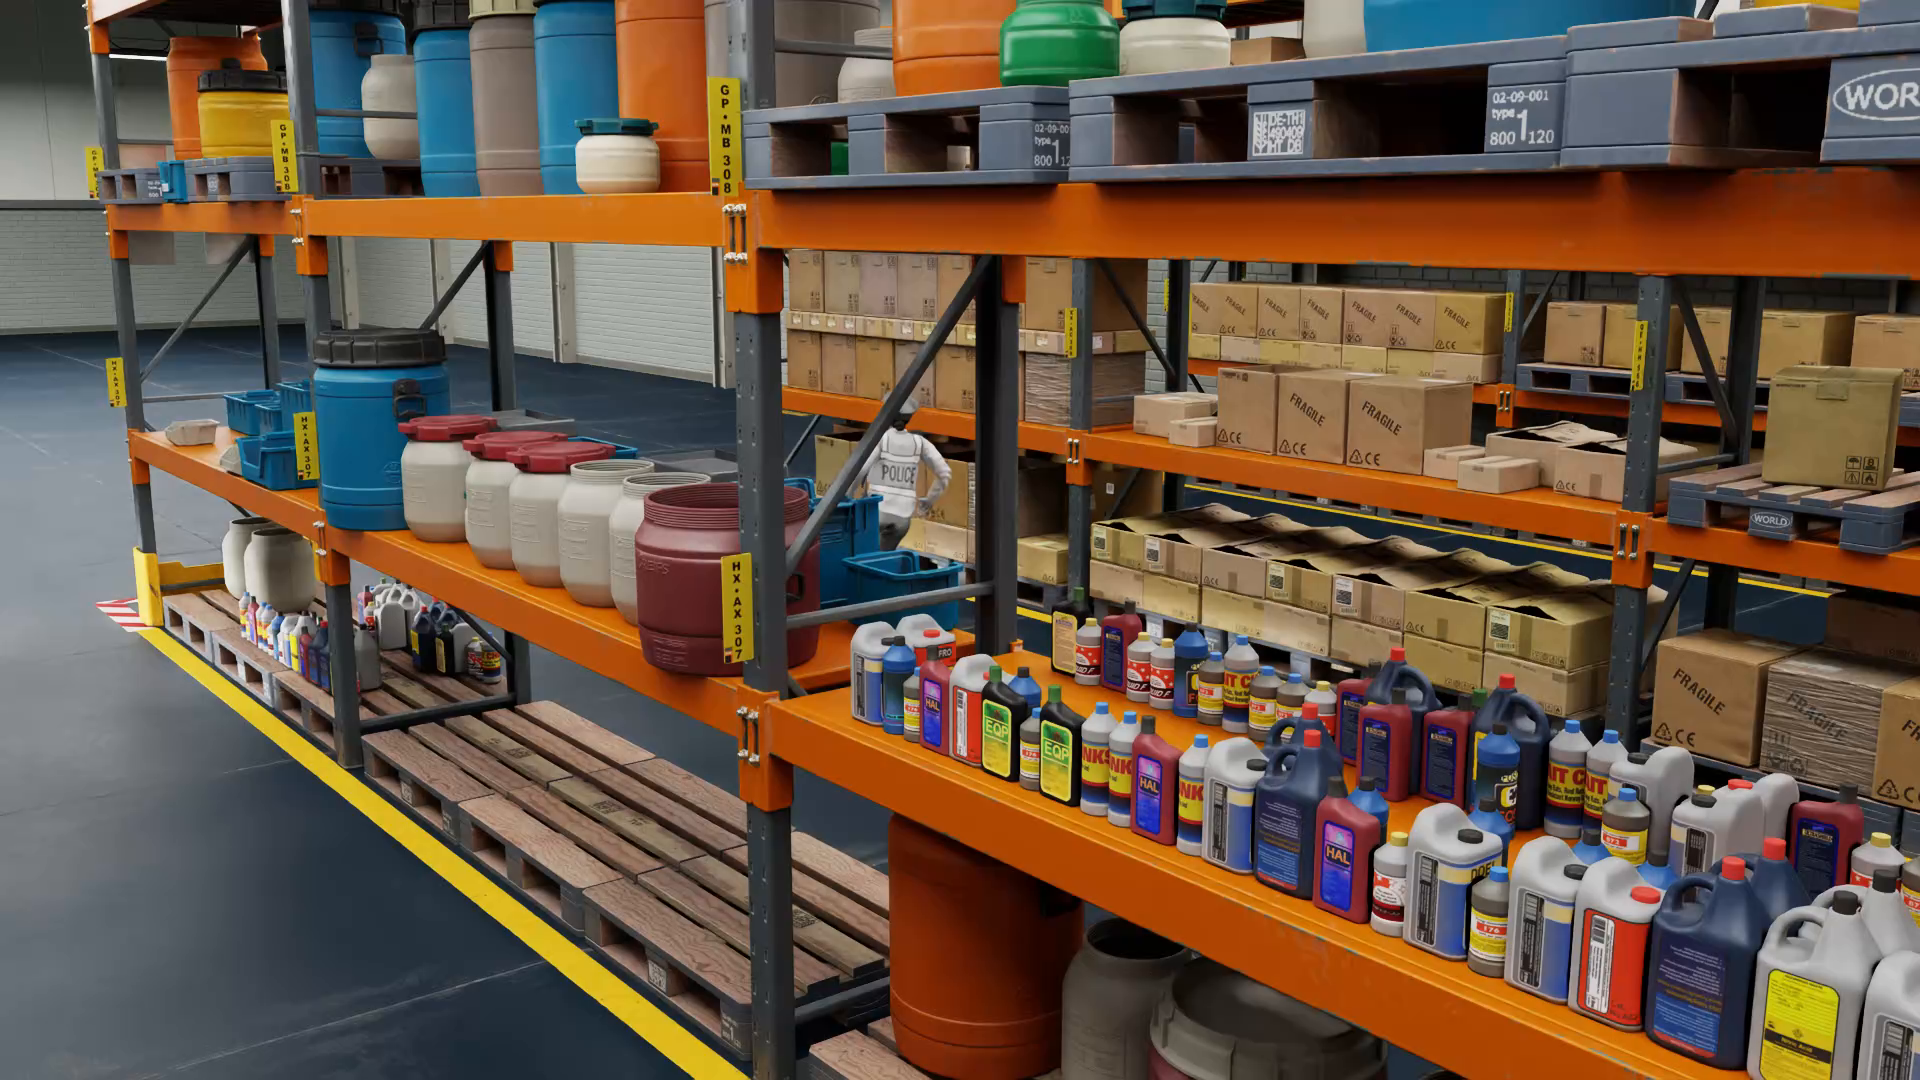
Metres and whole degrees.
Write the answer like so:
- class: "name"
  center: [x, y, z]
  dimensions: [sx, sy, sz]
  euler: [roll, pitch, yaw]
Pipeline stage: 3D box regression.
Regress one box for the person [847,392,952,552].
- class: "person"
  center: [-0.594, -0.193, 11.154]
  dimensions: [0.999, 1.606, 0.514]
  euler: [-6, 12, -27]
